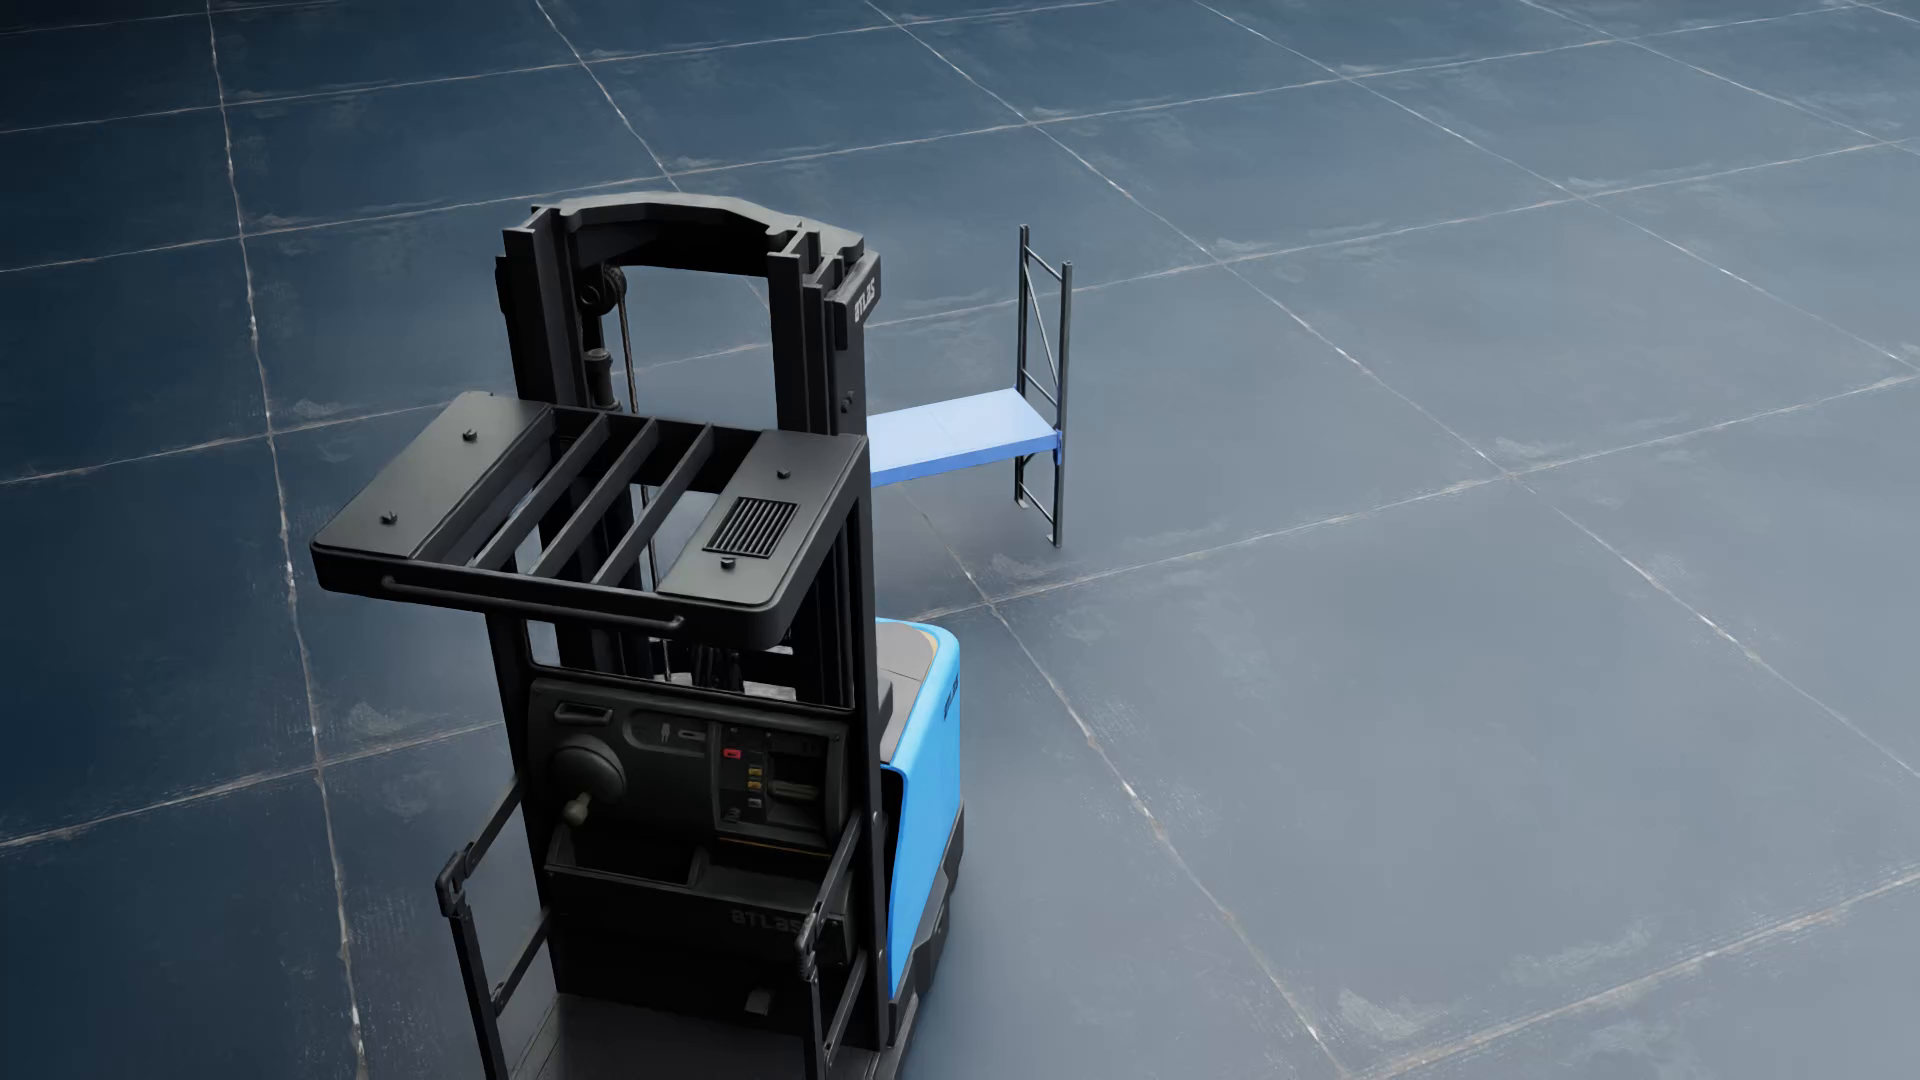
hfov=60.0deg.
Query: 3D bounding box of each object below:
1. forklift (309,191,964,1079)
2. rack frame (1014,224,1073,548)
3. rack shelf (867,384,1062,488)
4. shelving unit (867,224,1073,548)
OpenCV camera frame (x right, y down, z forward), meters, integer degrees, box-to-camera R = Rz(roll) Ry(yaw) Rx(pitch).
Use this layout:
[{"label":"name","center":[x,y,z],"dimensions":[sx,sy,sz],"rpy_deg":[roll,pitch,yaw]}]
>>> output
[{"label":"forklift","center":[-0.818,0.701,4.486],"dimensions":[1.130,2.935,3.031],"rpy_deg":[7,34,11]},{"label":"rack frame","center":[0.390,-0.718,7.978],"dimensions":[0.032,1.500,0.500],"rpy_deg":[-13,35,-19]},{"label":"rack shelf","center":[-0.079,-0.460,7.911],"dimensions":[1.000,0.185,0.538],"rpy_deg":[-13,35,-19]},{"label":"shelving unit","center":[-0.079,-0.611,7.813],"dimensions":[1.048,1.500,0.538],"rpy_deg":[-13,35,-19]}]
